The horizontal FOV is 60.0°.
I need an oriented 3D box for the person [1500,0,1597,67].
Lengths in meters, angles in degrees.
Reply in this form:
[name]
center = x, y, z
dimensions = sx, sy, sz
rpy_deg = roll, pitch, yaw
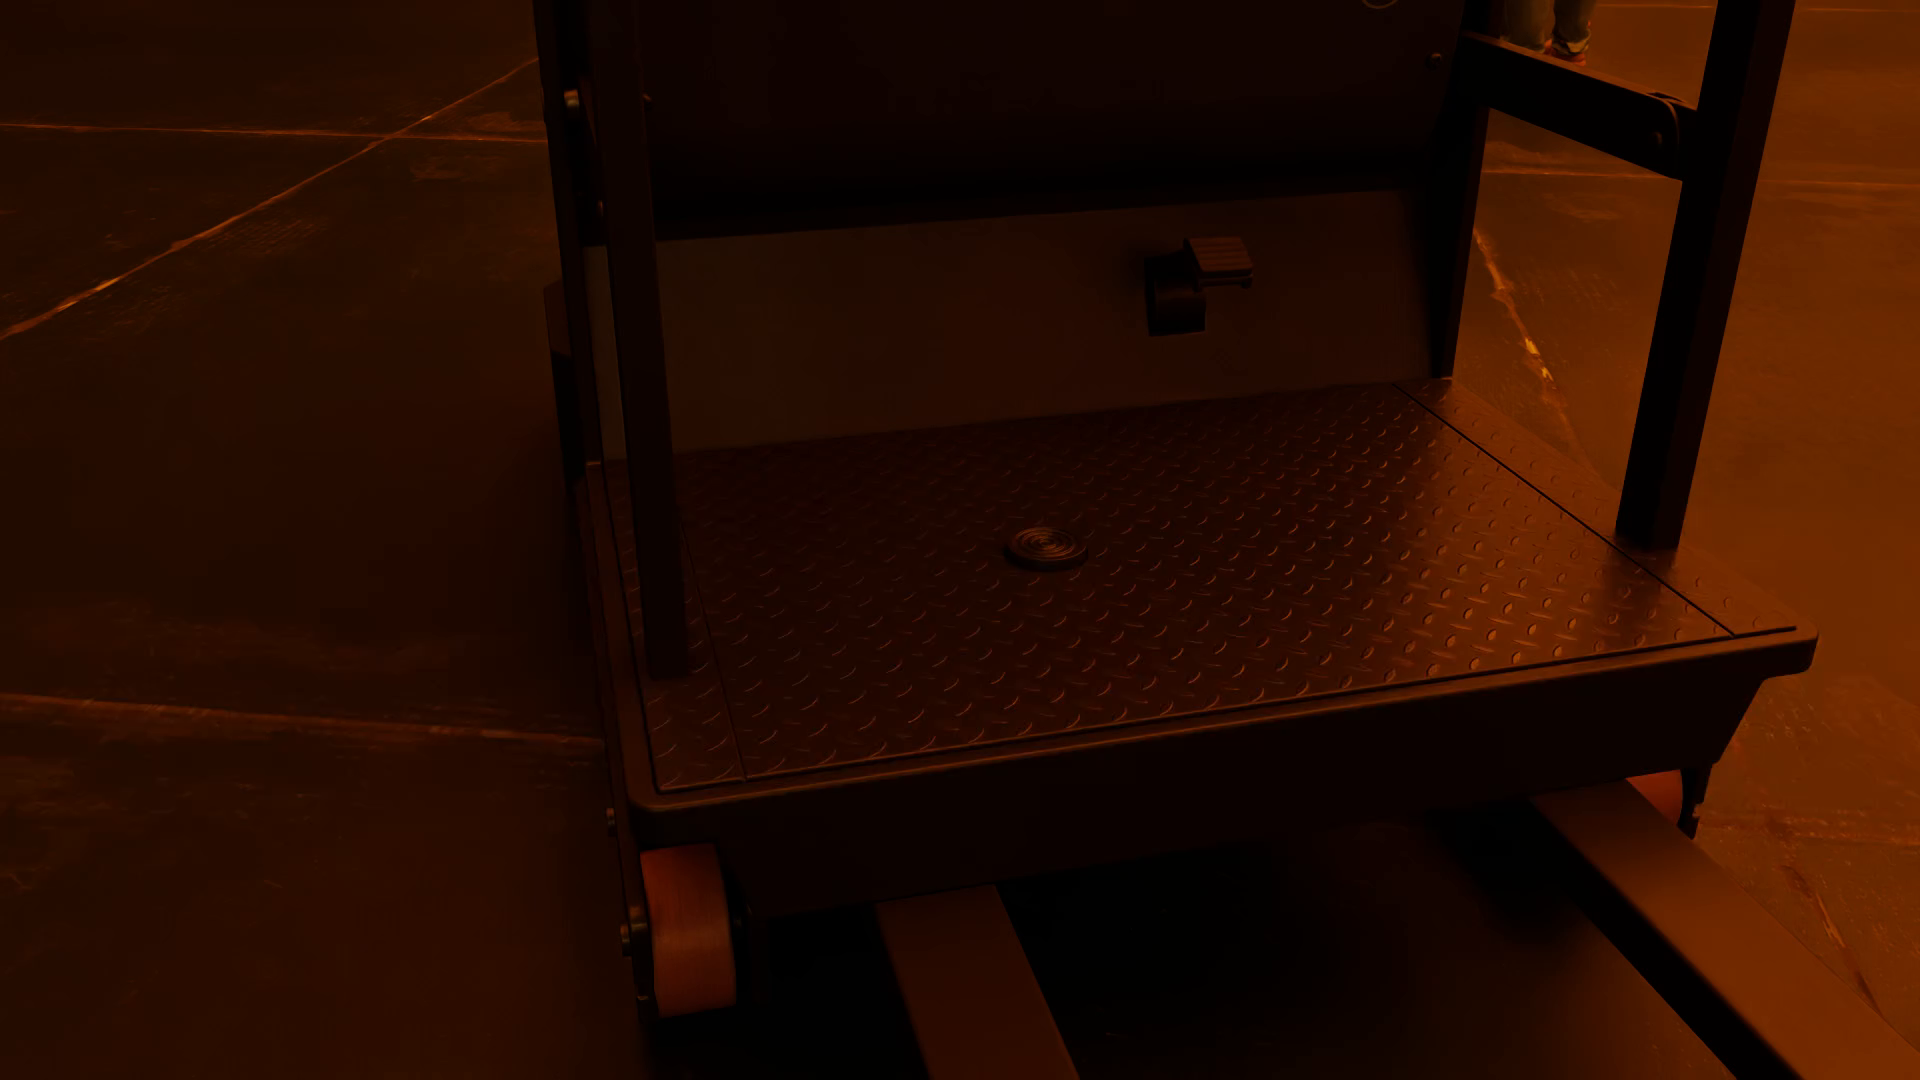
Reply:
[person]
center = 1.882, -2.375, 5.268
dimensions = 0.665, 1.769, 0.574
rpy_deg = -3, 27, -7

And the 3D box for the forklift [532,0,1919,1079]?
[forklift]
center = 0.153, -1.049, 1.319
dimensions = 1.130, 2.935, 3.031
rpy_deg = -7, 27, -13
